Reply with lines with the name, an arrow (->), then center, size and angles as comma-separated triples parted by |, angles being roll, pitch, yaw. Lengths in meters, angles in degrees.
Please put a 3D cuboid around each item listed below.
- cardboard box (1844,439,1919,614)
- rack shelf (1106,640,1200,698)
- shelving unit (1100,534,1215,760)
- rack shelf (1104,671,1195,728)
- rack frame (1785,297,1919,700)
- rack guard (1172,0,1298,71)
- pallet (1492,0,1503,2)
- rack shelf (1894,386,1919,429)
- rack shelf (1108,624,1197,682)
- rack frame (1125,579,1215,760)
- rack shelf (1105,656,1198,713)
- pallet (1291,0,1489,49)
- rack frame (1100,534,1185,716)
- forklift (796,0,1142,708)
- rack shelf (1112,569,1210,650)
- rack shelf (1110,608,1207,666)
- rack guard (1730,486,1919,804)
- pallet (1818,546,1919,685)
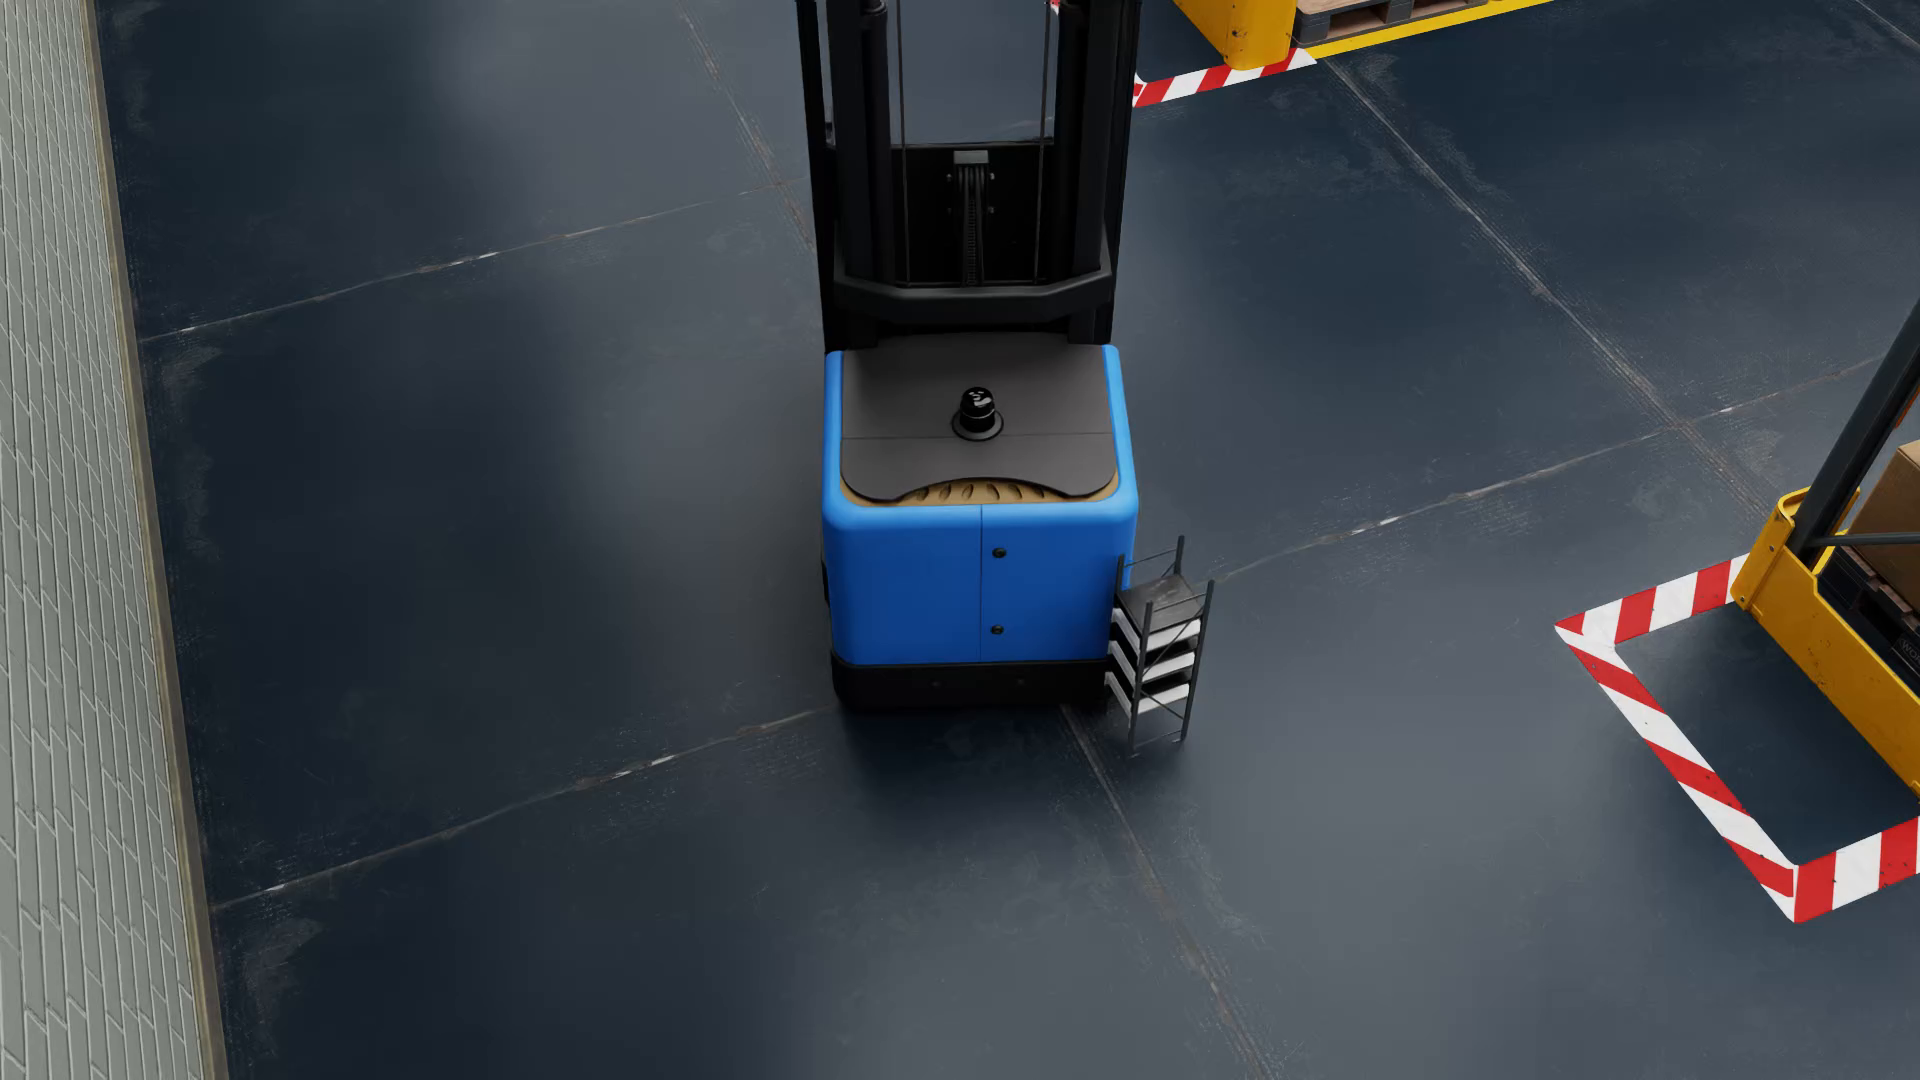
cardboard box -> 3.671, -0.069, 6.030 | 0.500, 0.500, 0.500 | -17, 52, -14
rack shelf -> 0.662, 0.404, 5.695 | 0.258, 0.077, 0.200 | -18, 52, -15
shelving unit -> 0.662, 0.382, 5.669 | 0.258, 0.900, 0.210 | -18, 52, -15
rack shelf -> 0.662, 0.521, 5.831 | 0.258, 0.077, 0.200 | -18, 52, -15
rack frame -> 3.261, -0.411, 4.966 | 0.127, 3.000, 1.000 | -17, 52, -14
rack guard -> 1.374, -3.061, 8.890 | 0.348, 0.500, 1.175 | -17, 52, -14
pallet -> 3.297, -3.539, 9.491 | 1.213, 0.211, 1.003 | -17, 52, -14
rack shelf -> 5.112, -0.750, 5.732 | 4.000, 0.370, 1.077 | -17, 52, -14
rack shelf -> 0.662, 0.345, 5.626 | 0.258, 0.077, 0.200 | -18, 52, -15
rack frame -> 0.701, 0.453, 5.608 | 0.240, 0.900, 0.006 | -18, 52, -15
rack shelf -> 0.662, 0.462, 5.763 | 0.258, 0.077, 0.200 | -18, 52, -15
pallet -> 2.169, -3.192, 9.193 | 1.213, 0.211, 1.003 | -17, 52, -14
rack frame -> 0.622, 0.311, 5.731 | 0.240, 0.900, 0.006 | -18, 52, -15
forklift -> 0.020, -1.464, 5.916 | 1.130, 2.935, 3.031 | -1, 49, -1
rack shelf -> 0.662, 0.228, 5.490 | 0.258, 0.077, 0.200 | -18, 52, -15
rack shelf -> 0.662, 0.287, 5.558 | 0.258, 0.077, 0.200 | -18, 52, -15
rack guard -> 3.331, 0.382, 5.933 | 0.348, 0.500, 1.175 | -17, 52, -14
pallet -> 4.069, 0.246, 6.240 | 1.213, 0.211, 1.003 | -17, 52, -14
